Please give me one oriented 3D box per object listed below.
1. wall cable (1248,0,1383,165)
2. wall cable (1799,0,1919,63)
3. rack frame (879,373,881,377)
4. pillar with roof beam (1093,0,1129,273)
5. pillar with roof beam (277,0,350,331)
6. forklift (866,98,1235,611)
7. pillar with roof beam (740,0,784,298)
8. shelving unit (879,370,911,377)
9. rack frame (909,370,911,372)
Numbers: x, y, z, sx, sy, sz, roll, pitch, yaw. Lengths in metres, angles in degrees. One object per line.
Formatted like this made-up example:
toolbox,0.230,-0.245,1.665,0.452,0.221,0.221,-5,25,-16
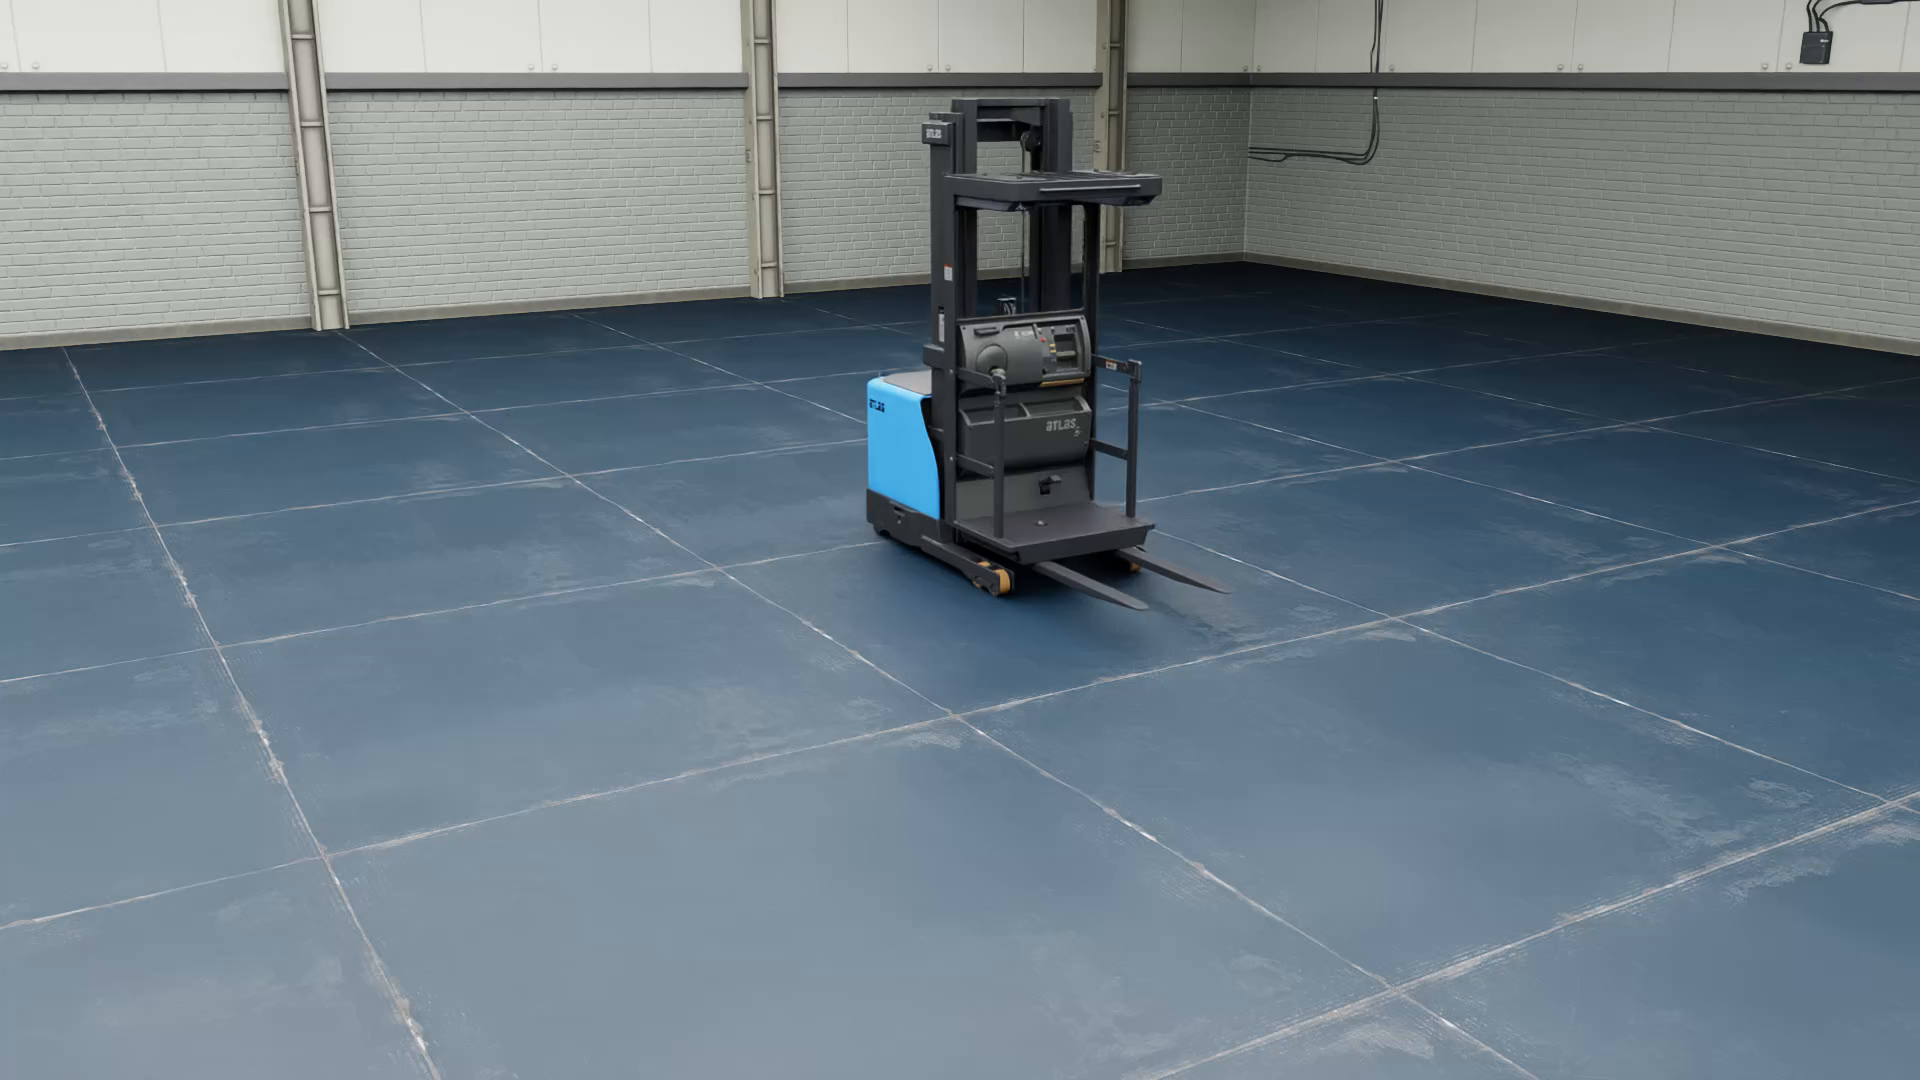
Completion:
wall cable,5.575,-7.277,26.451,0.112,2.526,3.097,-9,18,-30
wall cable,10.451,-8.211,17.729,0.169,6.003,2.305,-9,18,-30
rack frame,-0.515,-0.649,11.781,0.008,1.050,0.200,-9,18,-30
pillar with roof beam,4.586,-7.673,22.109,0.400,9.000,9.100,-9,18,-30
pillar with roof beam,-5.700,-6.005,16.159,0.400,9.000,9.100,-9,18,-30
forklift,0.526,-1.209,10.292,1.130,2.935,3.031,-9,18,-29
pillar with roof beam,-0.557,-6.839,19.134,0.400,9.000,9.100,-9,18,-30
shelving unit,-0.411,-0.666,11.842,0.252,1.050,0.215,-9,18,-30
rack frame,-0.306,-0.684,11.903,0.008,1.050,0.200,-9,18,-30
